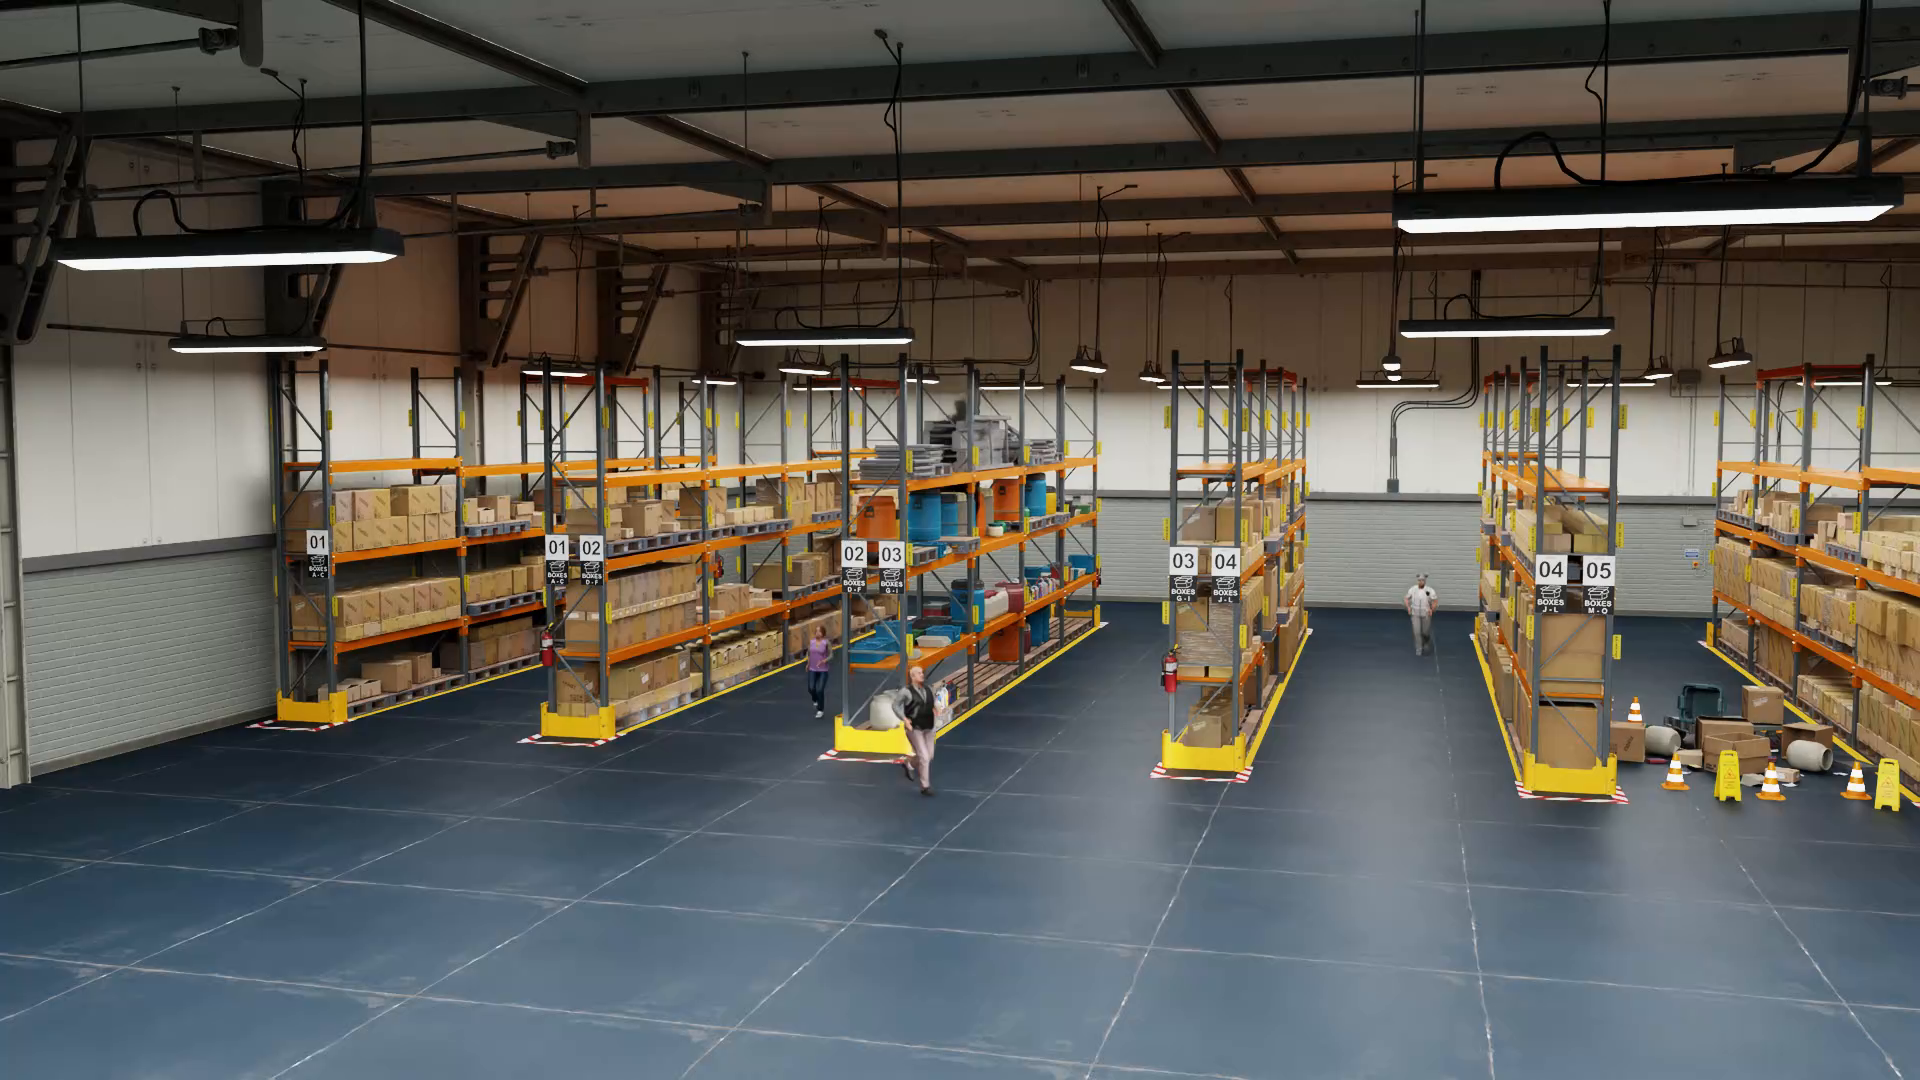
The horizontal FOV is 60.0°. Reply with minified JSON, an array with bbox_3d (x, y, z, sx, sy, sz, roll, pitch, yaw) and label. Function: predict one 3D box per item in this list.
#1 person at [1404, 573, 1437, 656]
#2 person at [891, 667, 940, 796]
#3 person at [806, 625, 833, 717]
[{"bbox_3d":[9.823,1.576,35.480,0.686,1.753,0.648,1,4,18],"label":"person"},{"bbox_3d":[-0.569,2.548,22.362,0.669,1.695,0.860,-3,5,-40],"label":"person"},{"bbox_3d":[-2.396,2.212,28.001,0.503,1.559,0.493,1,4,11],"label":"person"}]
